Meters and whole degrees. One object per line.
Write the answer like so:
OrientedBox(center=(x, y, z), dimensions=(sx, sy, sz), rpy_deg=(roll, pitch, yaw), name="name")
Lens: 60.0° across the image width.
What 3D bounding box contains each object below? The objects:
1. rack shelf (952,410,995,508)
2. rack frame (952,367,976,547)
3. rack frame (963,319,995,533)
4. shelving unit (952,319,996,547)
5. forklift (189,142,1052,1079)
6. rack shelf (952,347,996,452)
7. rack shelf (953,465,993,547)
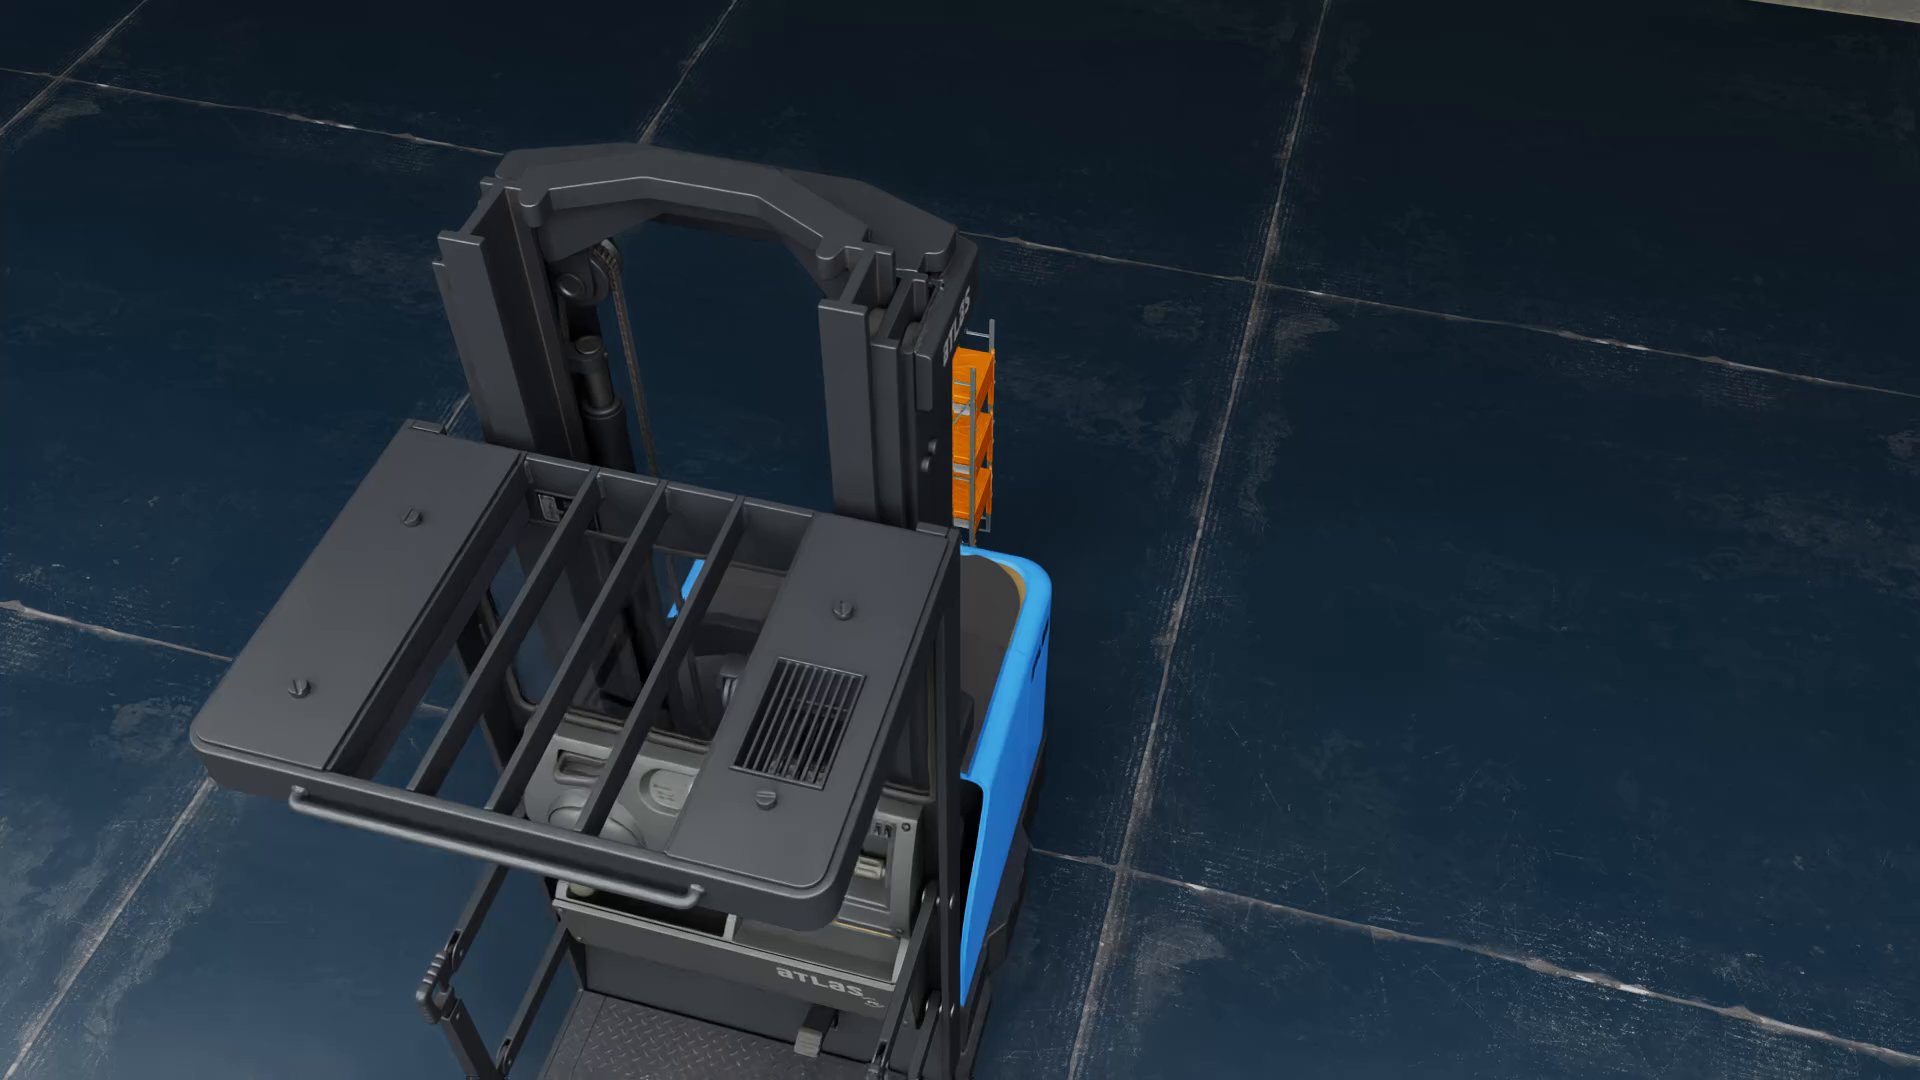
OrientedBox(center=(-0.014, -0.302, 5.830), dimensions=(0.215, 0.259, 0.240), rpy_deg=(12, 50, 10), name="rack shelf")
OrientedBox(center=(-0.046, -0.220, 5.744), dimensions=(0.200, 1.050, 0.008), rpy_deg=(12, 50, 10), name="rack frame")
OrientedBox(center=(0.018, -0.397, 5.900), dimensions=(0.200, 1.050, 0.008), rpy_deg=(12, 50, 10), name="rack frame")
OrientedBox(center=(-0.014, -0.309, 5.822), dimensions=(0.215, 1.050, 0.252), rpy_deg=(12, 50, 10), name="shelving unit")
OrientedBox(center=(-0.602, 0.776, 3.610), dimensions=(1.130, 2.935, 3.031), rpy_deg=(12, 50, 10), name="forklift")
OrientedBox(center=(-0.014, -0.489, 5.617), dimensions=(0.215, 0.259, 0.240), rpy_deg=(12, 50, 10), name="rack shelf")
OrientedBox(center=(-0.014, -0.118, 6.039), dimensions=(0.215, 0.259, 0.240), rpy_deg=(12, 50, 10), name="rack shelf")
